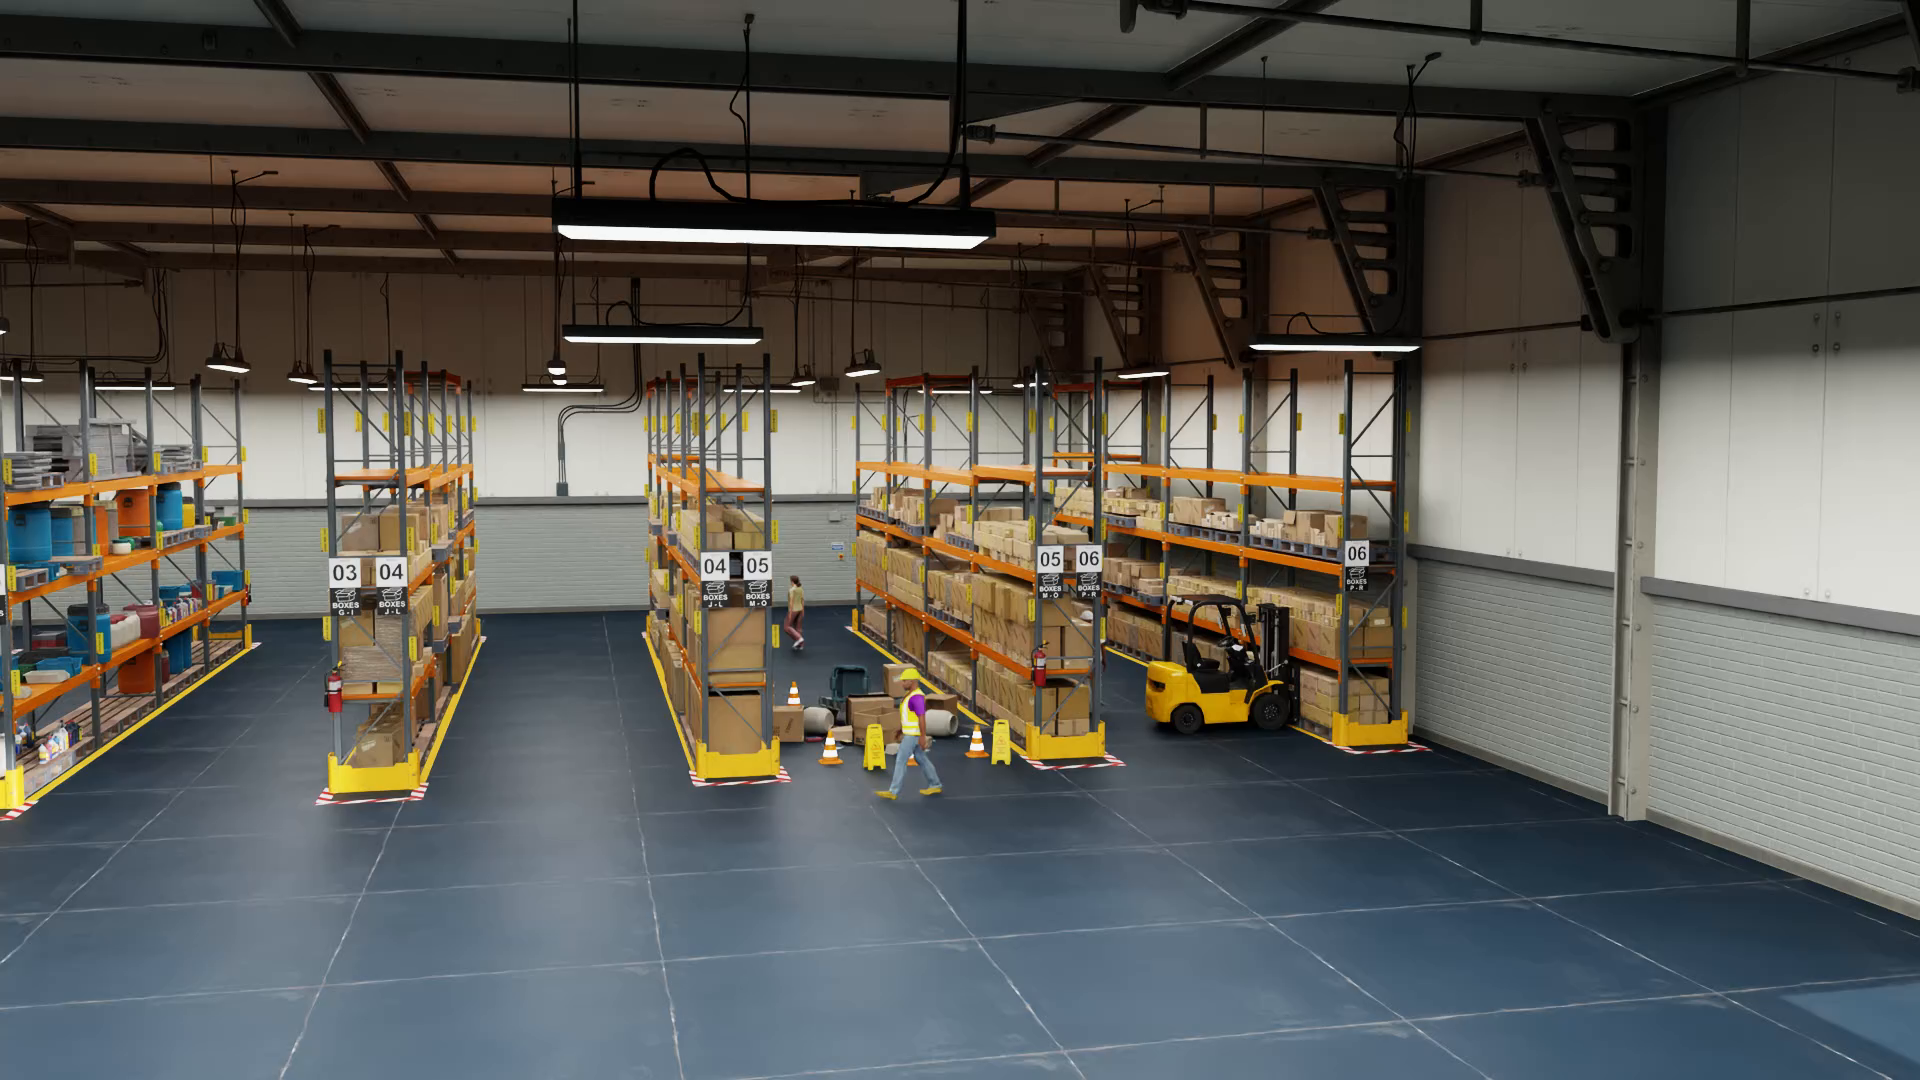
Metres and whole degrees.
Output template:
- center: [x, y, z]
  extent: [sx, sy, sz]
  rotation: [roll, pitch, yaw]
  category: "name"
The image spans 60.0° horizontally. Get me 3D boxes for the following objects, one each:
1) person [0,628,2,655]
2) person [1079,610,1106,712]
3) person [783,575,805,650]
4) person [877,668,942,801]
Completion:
- center: [-18.136, 2.013, 31.237]
  extent: [0.413, 1.615, 1.080]
  rotation: [-1, 4, -17]
  category: "person"
- center: [2.237, 2.095, 29.017]
  extent: [0.606, 1.755, 0.475]
  rotation: [0, 4, -6]
  category: "person"
- center: [-3.605, 1.604, 36.743]
  extent: [0.508, 1.670, 0.495]
  rotation: [2, 5, 30]
  category: "person"
- center: [-0.675, 2.588, 22.276]
  extent: [0.873, 1.749, 0.566]
  rotation: [0, 4, 0]
  category: "person"
